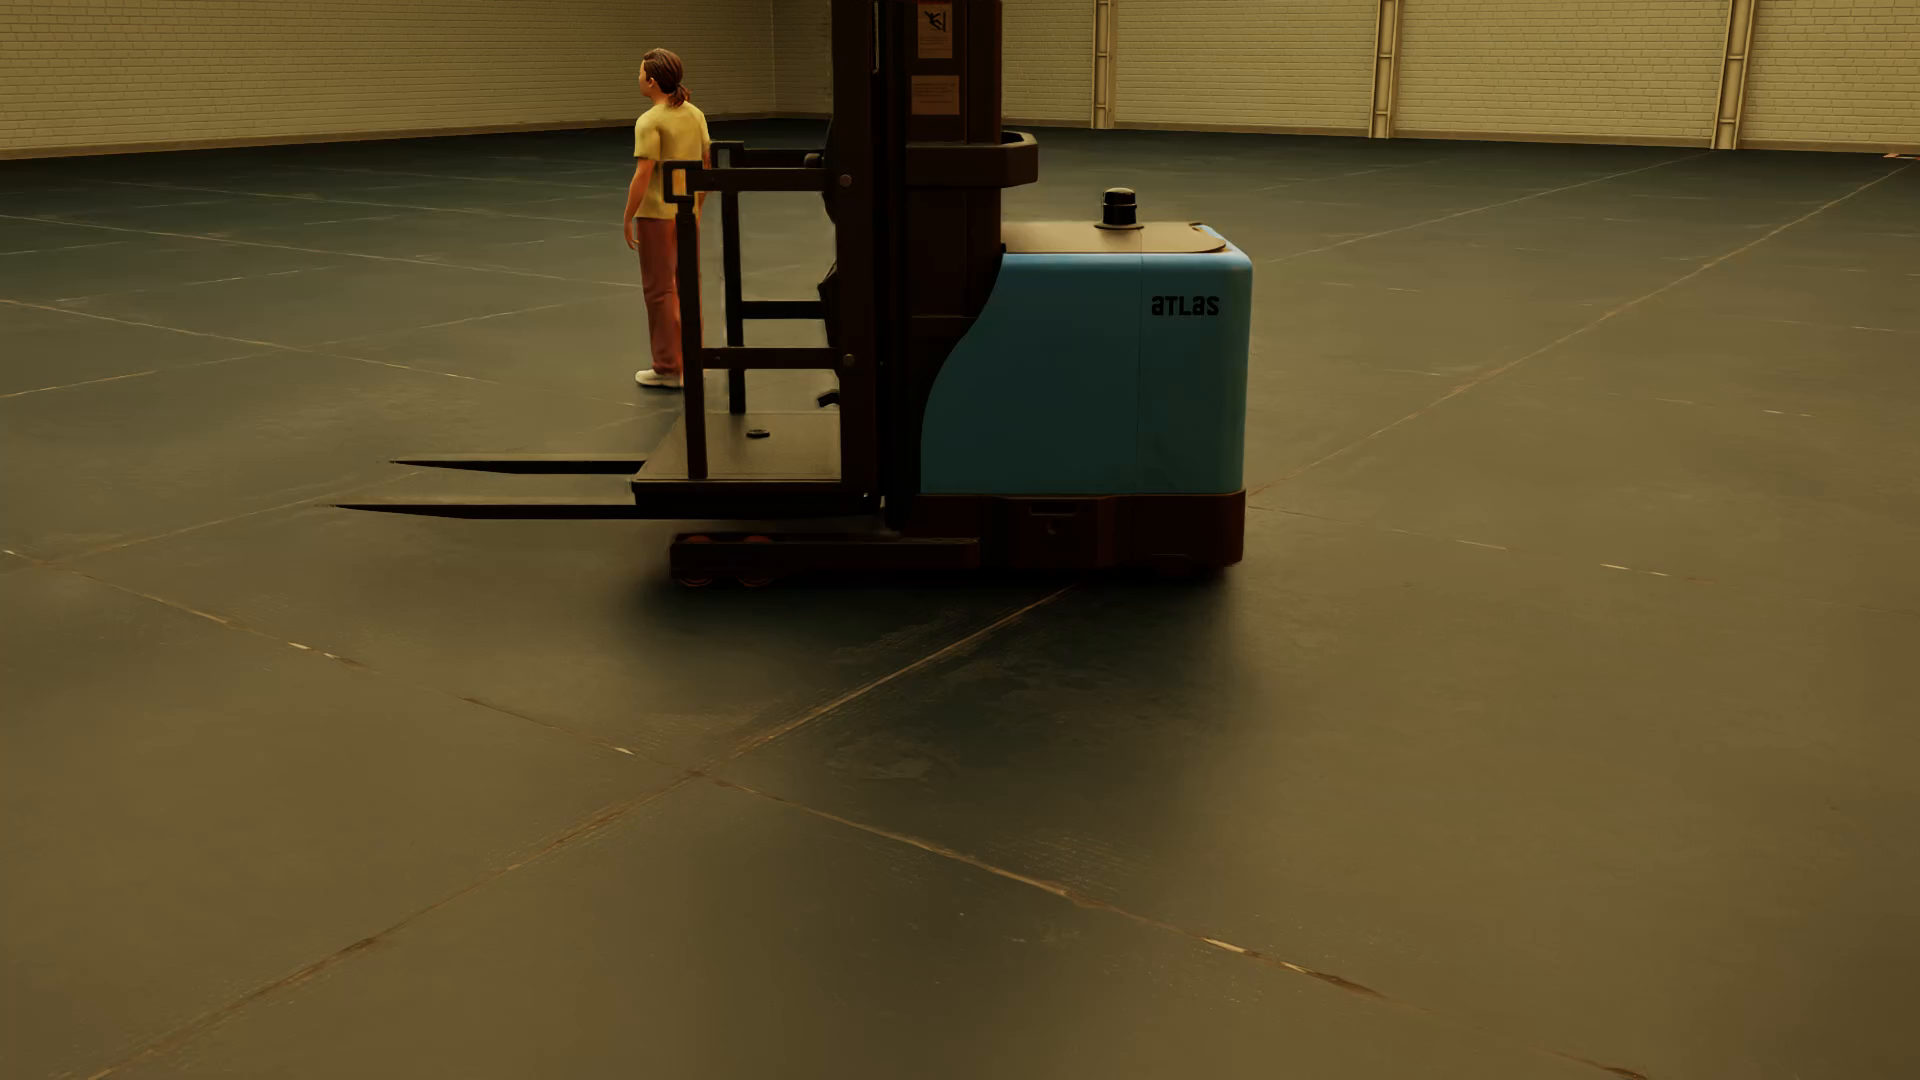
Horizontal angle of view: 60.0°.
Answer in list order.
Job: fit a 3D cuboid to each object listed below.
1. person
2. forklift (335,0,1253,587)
[{"bbox_3d":[-1.521,-1.608,8.376,0.549,1.675,0.552,12,20,34],"label":"person"},{"bbox_3d":[-0.579,-1.402,5.520,3.031,2.935,1.130,0,17,0],"label":"forklift"}]
